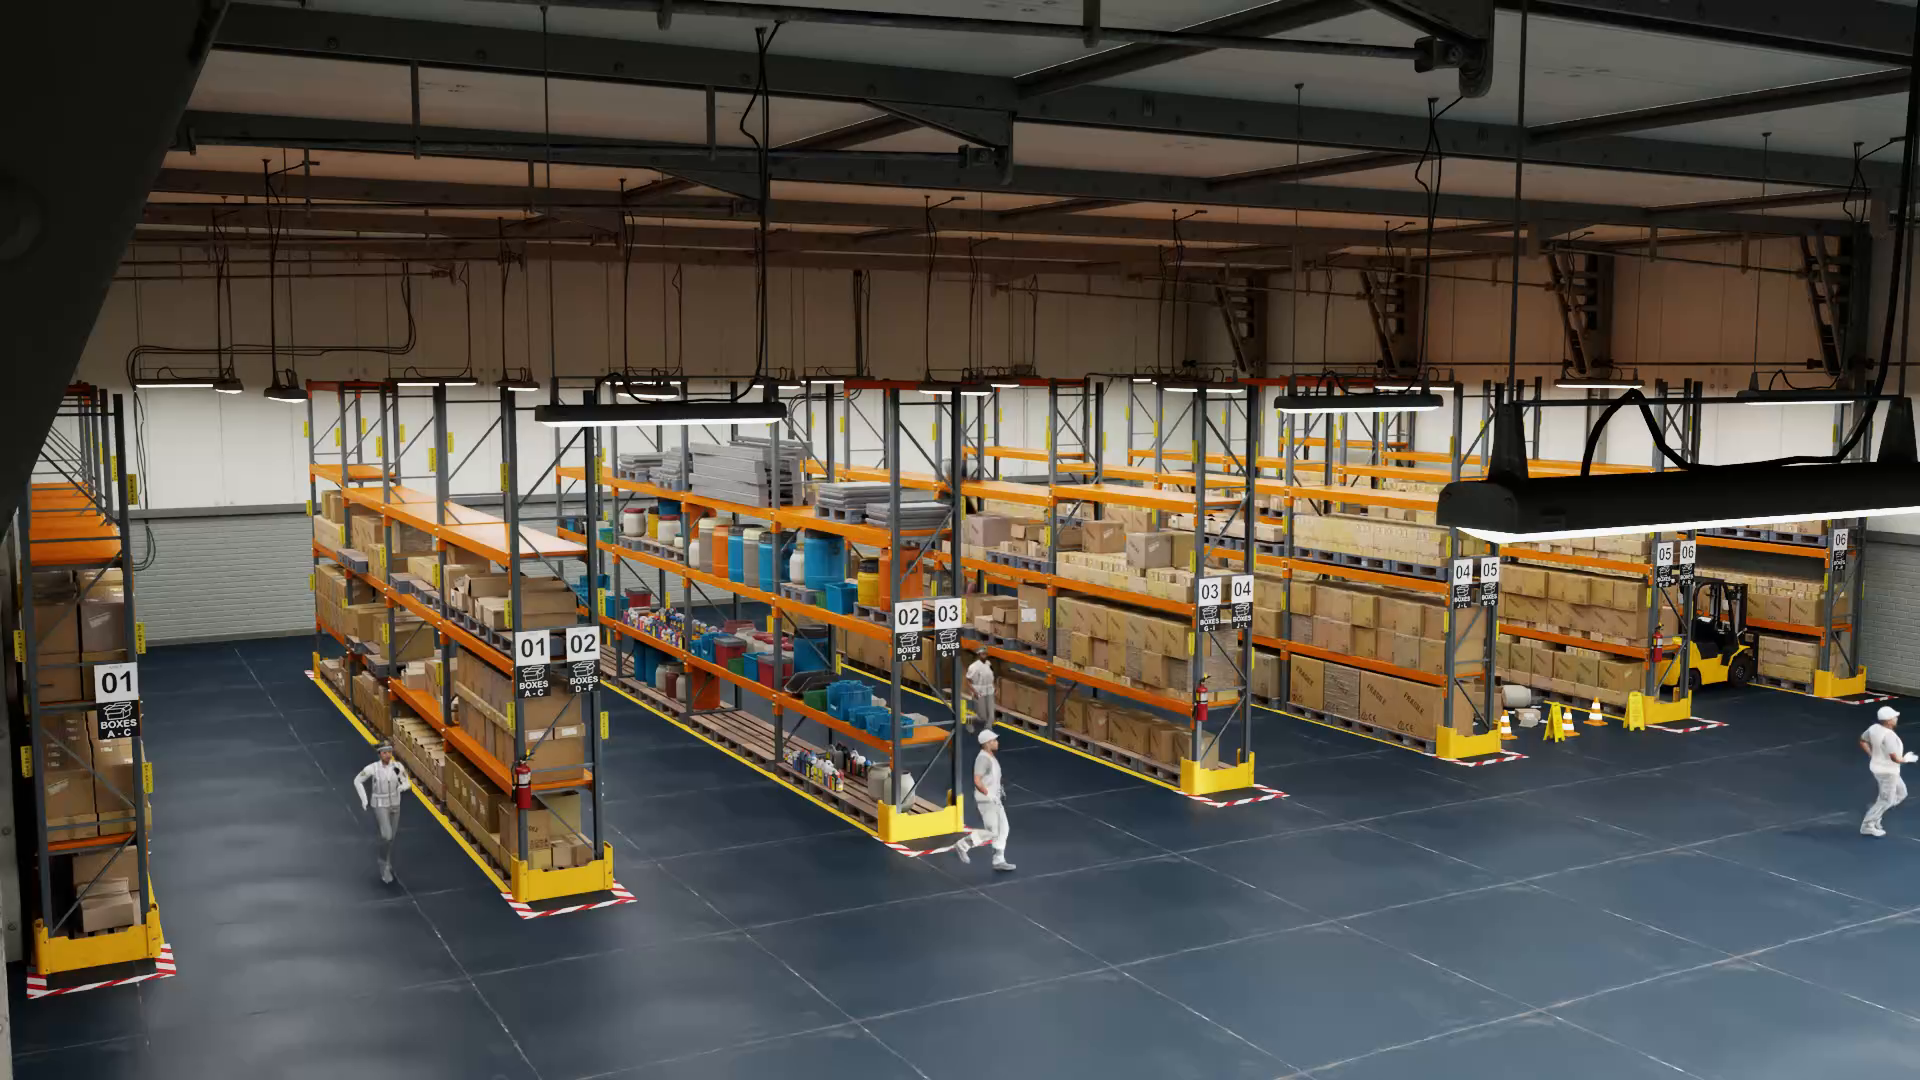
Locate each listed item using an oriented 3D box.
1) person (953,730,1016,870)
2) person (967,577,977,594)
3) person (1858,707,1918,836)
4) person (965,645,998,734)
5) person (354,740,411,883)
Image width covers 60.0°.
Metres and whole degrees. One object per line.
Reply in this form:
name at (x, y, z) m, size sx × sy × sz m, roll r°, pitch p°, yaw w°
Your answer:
person at (0.326, 3.249, 20.845) m, size 0.789 × 1.754 × 0.702 m, roll 1°, pitch 6°, yaw 8°
person at (0.299, 1.065, 42.025) m, size 0.771 × 1.606 × 0.588 m, roll -3°, pitch 7°, yaw -28°
person at (12.414, 3.085, 22.214) m, size 0.644 × 1.741 × 0.665 m, roll 2°, pitch 6°, yaw 14°
person at (0.354, 2.550, 27.569) m, size 0.581 × 1.663 × 0.592 m, roll -4°, pitch 7°, yaw -34°
person at (-7.064, 3.319, 20.477) m, size 0.576 × 1.749 × 0.719 m, roll -6°, pitch 8°, yaw -43°
